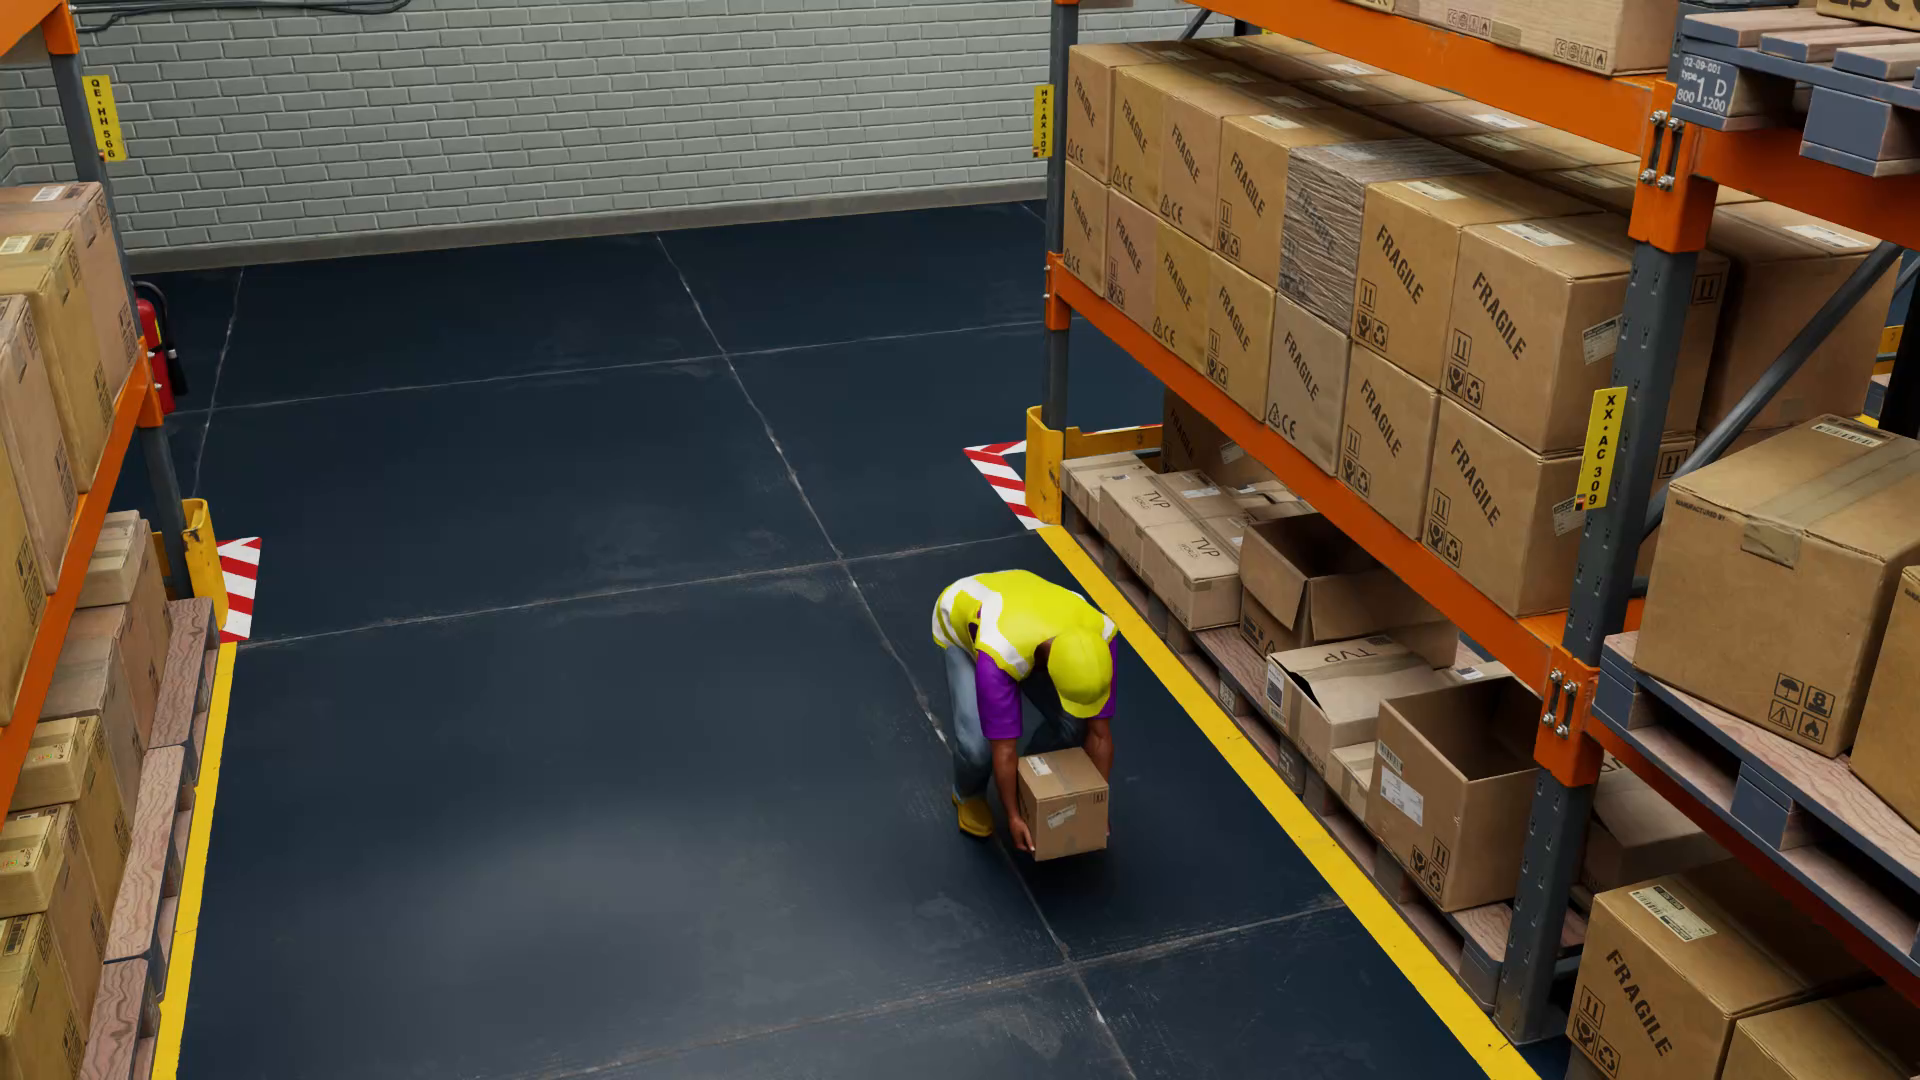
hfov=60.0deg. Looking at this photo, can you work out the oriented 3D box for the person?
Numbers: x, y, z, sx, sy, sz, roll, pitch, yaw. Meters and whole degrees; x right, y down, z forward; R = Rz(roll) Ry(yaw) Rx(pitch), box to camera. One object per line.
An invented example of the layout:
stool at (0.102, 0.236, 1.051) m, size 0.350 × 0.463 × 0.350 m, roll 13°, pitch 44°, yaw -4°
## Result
person at (0.244, 0.595, 5.717) m, size 0.526 × 1.025 × 0.961 m, roll -9°, pitch 28°, yaw -18°
